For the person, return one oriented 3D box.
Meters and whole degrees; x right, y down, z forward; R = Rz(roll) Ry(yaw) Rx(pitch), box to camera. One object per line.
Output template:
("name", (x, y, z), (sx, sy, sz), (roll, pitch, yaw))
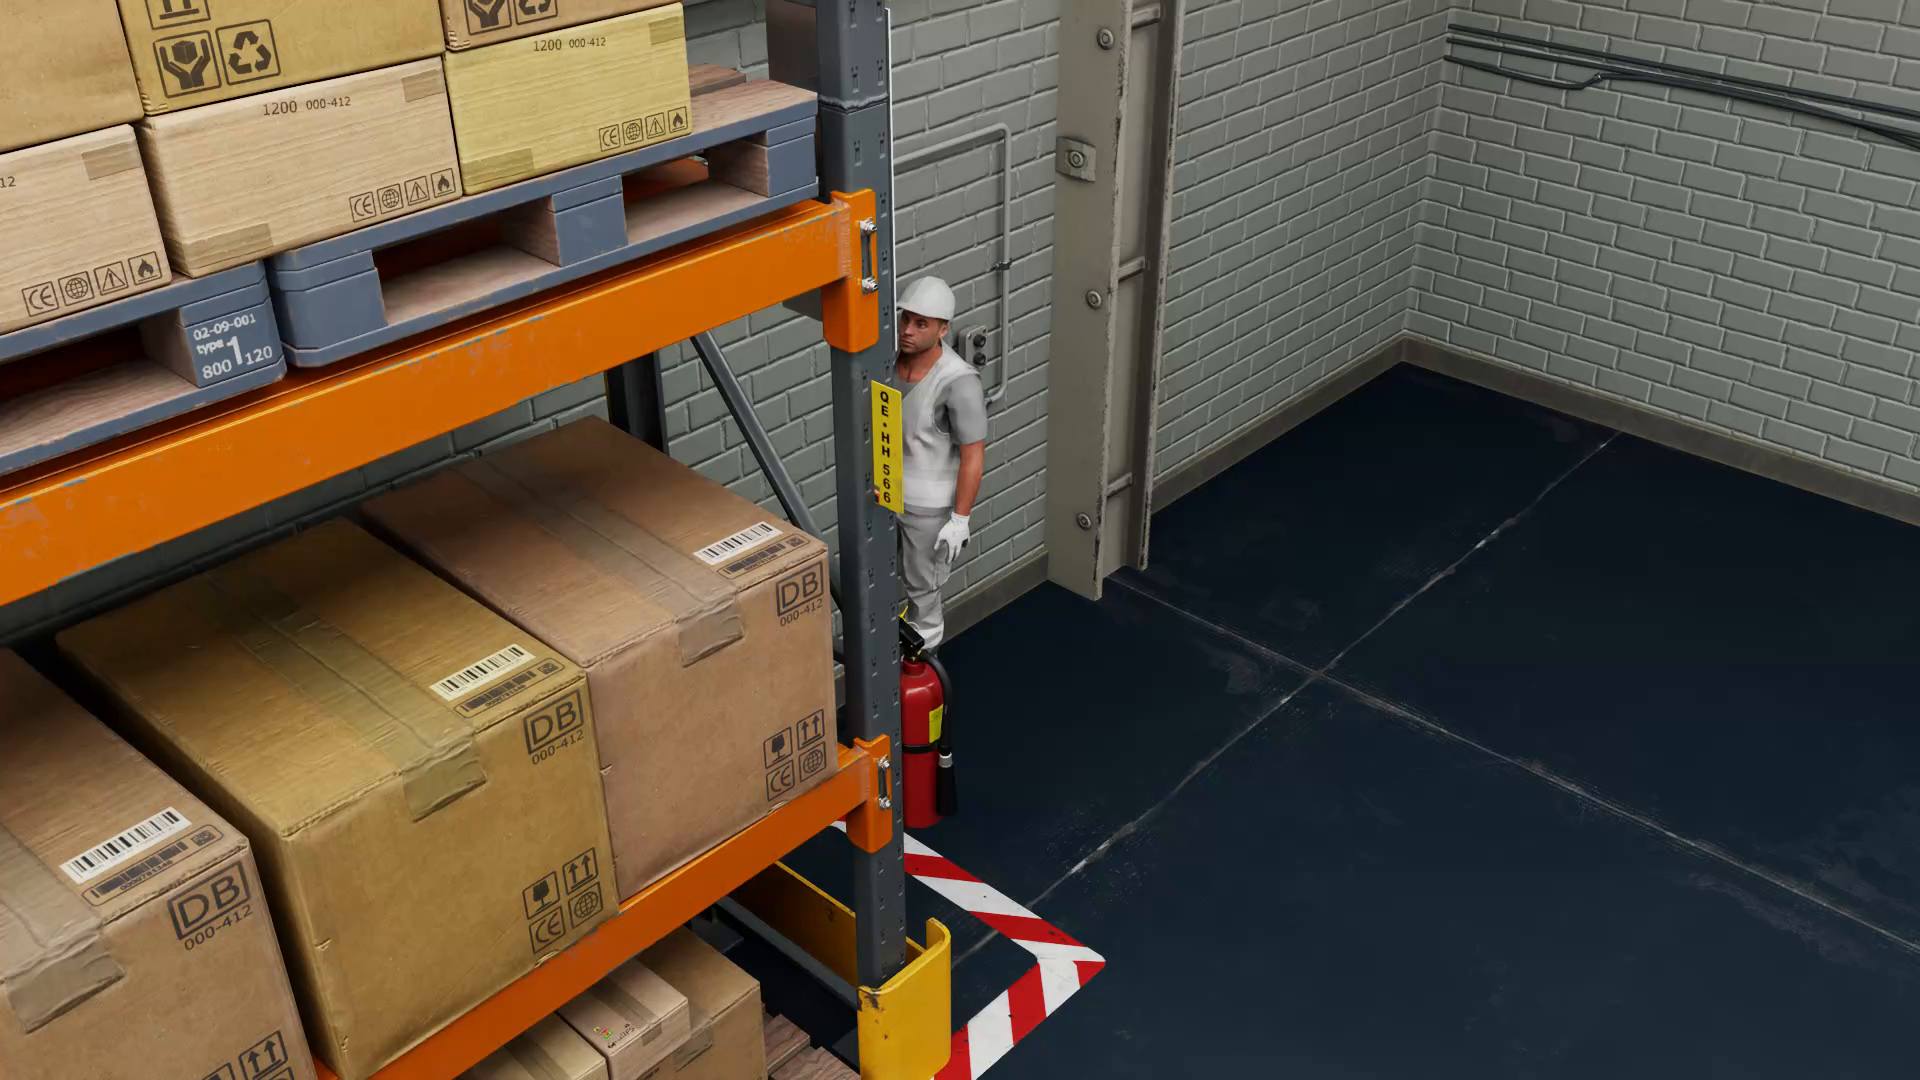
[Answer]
("person", (-0.245, -0.131, 6.311), (0.638, 1.790, 0.559), (26, 39, 36))
